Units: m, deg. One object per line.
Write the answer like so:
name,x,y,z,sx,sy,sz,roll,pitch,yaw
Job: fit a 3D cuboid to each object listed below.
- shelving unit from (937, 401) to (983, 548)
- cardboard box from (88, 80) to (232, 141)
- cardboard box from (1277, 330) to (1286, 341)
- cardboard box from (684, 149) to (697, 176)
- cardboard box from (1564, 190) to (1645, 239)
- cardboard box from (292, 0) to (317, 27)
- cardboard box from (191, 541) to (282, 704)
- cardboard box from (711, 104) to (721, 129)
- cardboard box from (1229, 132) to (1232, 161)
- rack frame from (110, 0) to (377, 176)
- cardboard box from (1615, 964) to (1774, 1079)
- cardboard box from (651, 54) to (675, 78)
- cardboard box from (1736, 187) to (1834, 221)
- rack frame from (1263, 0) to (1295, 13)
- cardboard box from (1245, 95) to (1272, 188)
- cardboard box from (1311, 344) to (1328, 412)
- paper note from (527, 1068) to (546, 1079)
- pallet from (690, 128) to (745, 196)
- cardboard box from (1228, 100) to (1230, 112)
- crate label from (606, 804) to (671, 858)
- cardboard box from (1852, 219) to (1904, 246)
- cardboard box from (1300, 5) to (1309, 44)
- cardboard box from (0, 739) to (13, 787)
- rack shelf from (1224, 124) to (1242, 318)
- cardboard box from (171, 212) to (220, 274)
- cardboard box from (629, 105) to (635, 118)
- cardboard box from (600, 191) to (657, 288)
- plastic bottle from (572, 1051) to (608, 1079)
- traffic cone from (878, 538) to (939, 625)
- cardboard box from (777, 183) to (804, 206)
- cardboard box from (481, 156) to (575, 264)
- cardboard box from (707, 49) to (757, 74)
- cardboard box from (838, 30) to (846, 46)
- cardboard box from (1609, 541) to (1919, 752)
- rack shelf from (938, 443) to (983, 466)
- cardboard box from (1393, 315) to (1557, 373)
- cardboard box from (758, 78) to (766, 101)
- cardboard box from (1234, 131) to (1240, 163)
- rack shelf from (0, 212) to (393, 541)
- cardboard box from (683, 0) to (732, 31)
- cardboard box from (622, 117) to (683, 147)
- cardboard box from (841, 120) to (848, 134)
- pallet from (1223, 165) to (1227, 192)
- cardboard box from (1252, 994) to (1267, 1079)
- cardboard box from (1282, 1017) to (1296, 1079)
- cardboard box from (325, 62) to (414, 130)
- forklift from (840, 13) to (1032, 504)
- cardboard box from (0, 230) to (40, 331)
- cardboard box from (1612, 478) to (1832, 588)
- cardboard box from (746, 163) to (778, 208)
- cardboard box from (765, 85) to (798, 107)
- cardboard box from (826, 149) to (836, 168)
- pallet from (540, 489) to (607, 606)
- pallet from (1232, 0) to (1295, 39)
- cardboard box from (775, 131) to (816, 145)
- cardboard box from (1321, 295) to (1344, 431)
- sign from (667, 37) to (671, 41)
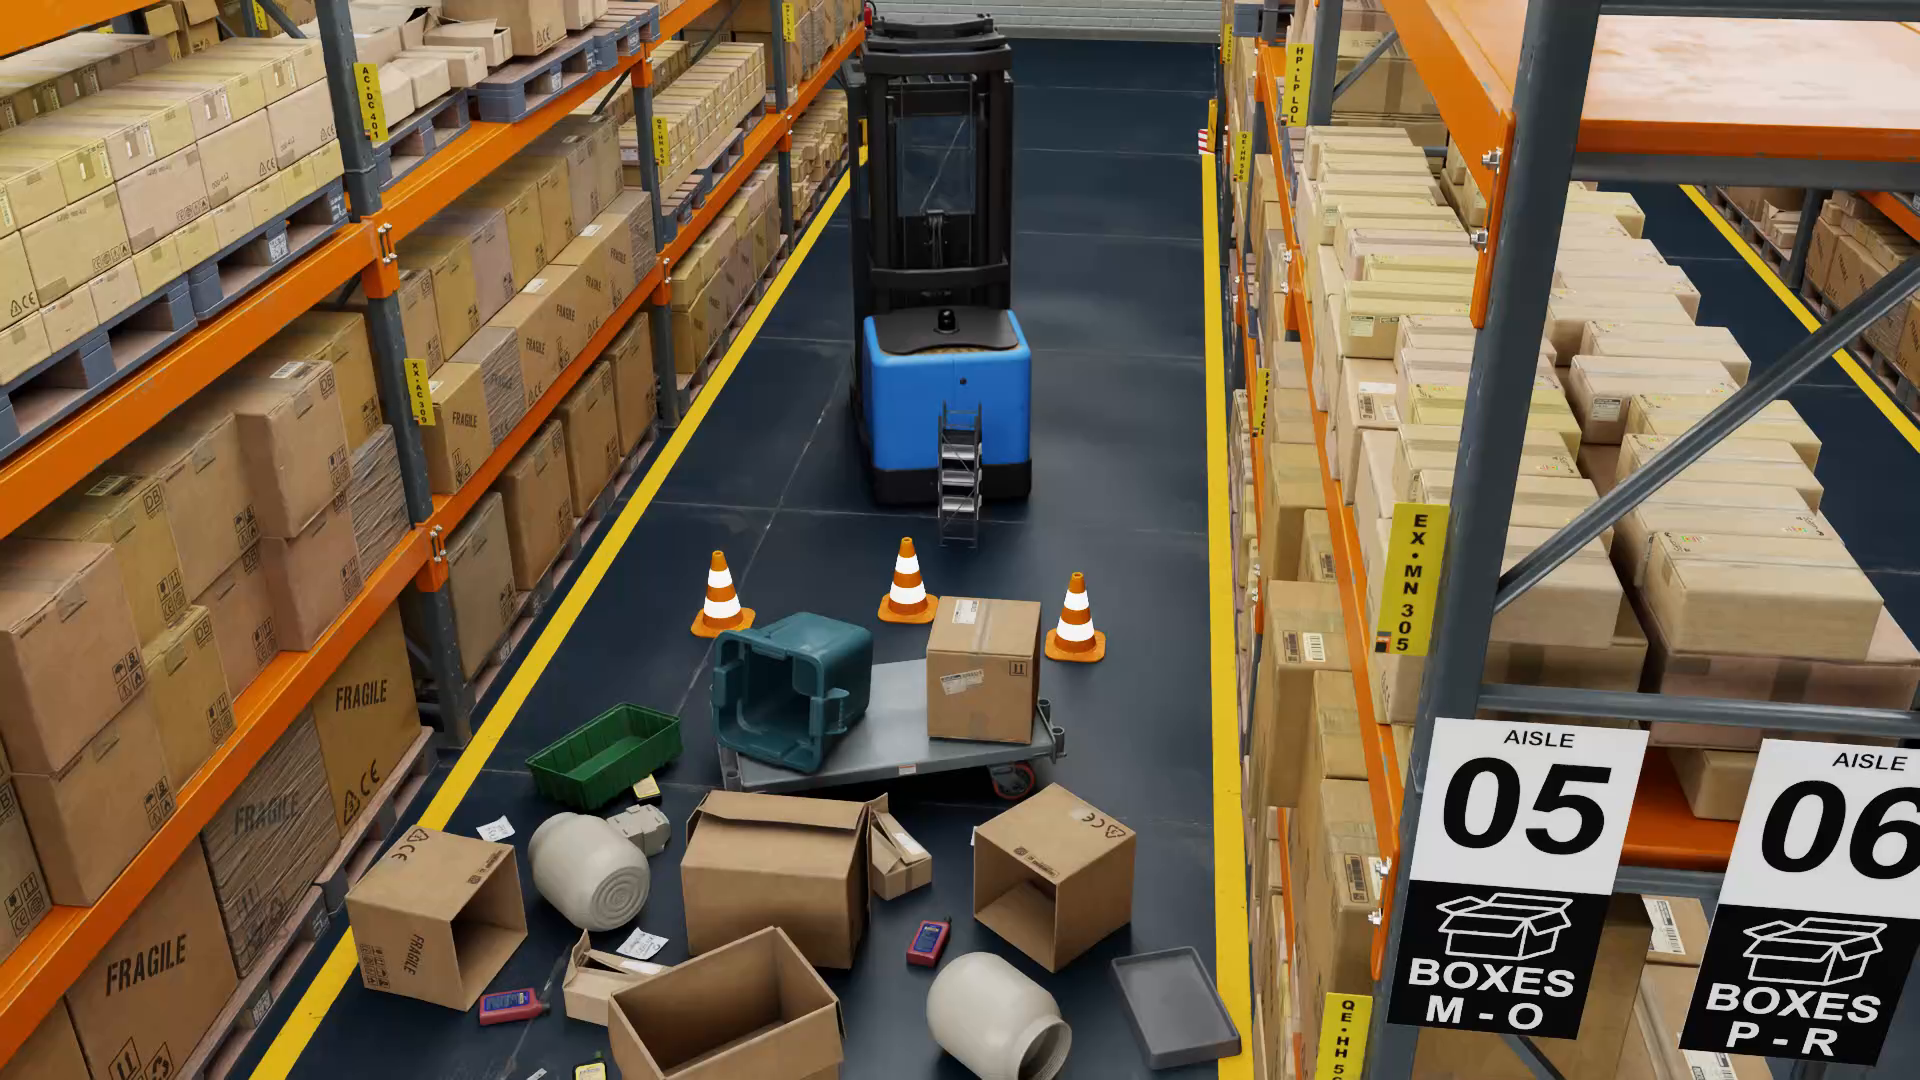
shelving unit,0.001,-0.400,10.336,0.258,0.900,0.210,3,28,6
cardboard box,-2.856,-1.539,5.949,0.380,0.149,0.250,4,29,7
cardboard box,1.720,-0.645,7.714,0.500,0.500,0.500,3,28,5
cardboard box,-2.192,-2.831,12.456,0.380,0.149,0.250,5,29,9
cardboard box,2.091,-1.079,5.644,0.380,0.149,0.250,4,29,8
cardboard box,-6.584,-5.233,16.146,0.500,0.500,0.500,3,28,6
cardboard box,-3.296,0.322,6.624,0.875,0.550,0.550,3,28,6
cardboard box,-2.100,-3.332,13.072,0.380,0.149,0.250,4,29,8
cardboard box,2.415,-3.078,13.251,0.500,0.250,0.500,3,28,6
rack frame,-3.034,-2.935,6.503,1.000,3.000,0.127,3,28,6
cardboard box,1.734,1.447,4.274,0.500,0.500,0.500,3,28,5
cardboard box,-2.621,-3.985,13.972,0.380,0.149,0.250,4,29,7
cardboard box,7.848,-3.329,15.752,0.700,0.500,0.500,2,28,4
rack frame,2.381,-4.578,9.552,1.000,3.000,0.127,3,28,6
cardboard box,2.185,-2.680,11.194,0.500,0.500,0.500,3,28,5
cardboard box,1.364,-0.530,5.465,0.380,0.149,0.250,3,28,5
paper note,-1.691,2.132,6.573,0.032,0.001,0.123,20,34,32
pallet,-2.342,-3.027,13.200,1.003,0.211,1.213,3,28,6
cardboard box,2.674,-4.097,14.879,0.500,0.500,0.500,4,29,7
crate label,-1.526,1.374,7.847,0.298,0.136,0.250,-17,33,-29
cardboard box,7.512,-2.493,13.516,0.380,0.149,0.250,2,28,4
cardboard box,2.222,-2.583,8.903,0.797,0.503,0.637,3,28,6
cardboard box,-3.465,0.611,4.949,0.875,0.550,0.550,3,28,6
rack shelf,2.626,-2.562,12.893,1.077,0.370,4.000,3,28,6
cardboard box,-2.886,-1.065,5.910,0.380,0.149,0.250,4,29,7
cardboard box,-2.748,-3.370,13.143,0.380,0.149,0.250,3,28,5
cardboard box,-2.333,-1.993,10.974,0.500,0.500,0.500,3,28,6
plastic bottle,-1.452,2.127,6.529,0.133,0.061,0.283,-6,29,-11
traffic cone,-0.304,0.203,9.677,0.336,0.463,0.334,3,28,6
cardboard box,-1.692,-3.273,15.704,0.380,0.149,0.250,5,29,9
cardboard box,-2.730,-1.971,9.878,0.700,0.500,0.500,3,28,5
cardboard box,-1.942,-4.069,14.127,0.380,0.149,0.250,3,28,5
cardboard box,-1.415,-5.307,17.495,0.380,0.149,0.250,4,29,8
cardboard box,1.727,0.222,3.649,0.500,0.250,0.500,3,28,5
rack shelf,0.001,-0.529,10.266,0.258,0.077,0.200,3,28,6
cardboard box,1.409,-0.502,4.572,0.380,0.149,0.250,3,28,5
cardboard box,-1.906,-3.936,14.507,0.380,0.149,0.250,3,28,5
cardboard box,2.290,-2.817,12.240,0.500,0.250,0.500,3,28,5
rack shelf,-3.279,-0.357,5.637,1.077,0.370,4.000,3,28,6
cardboard box,-2.265,-4.912,15.024,0.500,0.500,0.500,2,28,4
cardboard box,-2.231,-2.961,12.071,0.380,0.149,0.250,3,28,6
cardboard box,-1.407,-4.494,17.970,0.380,0.149,0.250,2,28,4
pallet,3.189,-3.521,16.856,1.003,0.211,1.213,3,28,6
cardboard box,1.363,1.968,6.182,0.500,0.250,0.500,2,28,4
cardboard box,1.218,1.670,5.262,0.380,0.149,0.250,4,29,8
cardboard box,-2.713,-2.054,7.623,0.258,0.266,0.396,3,28,5
forklift,-0.226,-2.200,11.535,1.130,2.935,3.031,-3,29,-6
cardboard box,-3.088,-0.714,4.839,0.500,0.250,0.500,3,28,6
cardboard box,1.662,-0.007,3.654,0.380,0.149,0.250,3,28,6
cardboard box,-1.894,-3.109,14.553,0.500,0.250,0.500,3,28,5
cardboard box,-1.695,-4.064,15.187,0.380,0.149,0.250,4,29,8
cardboard box,-1.510,-3.998,17.364,0.380,0.149,0.250,4,29,7
pallet,-2.868,-0.010,10.338,1.003,0.211,1.213,3,28,6
pallet,2.407,-3.480,10.876,1.213,0.211,1.003,5,29,9
cardboard box,-1.659,-4.022,16.781,0.380,0.149,0.250,2,28,4
cardboard box,1.377,-0.532,5.049,0.500,0.250,0.500,4,29,7
sign,-2.594,-4.469,14.762,0.100,0.325,0.005,3,28,6
